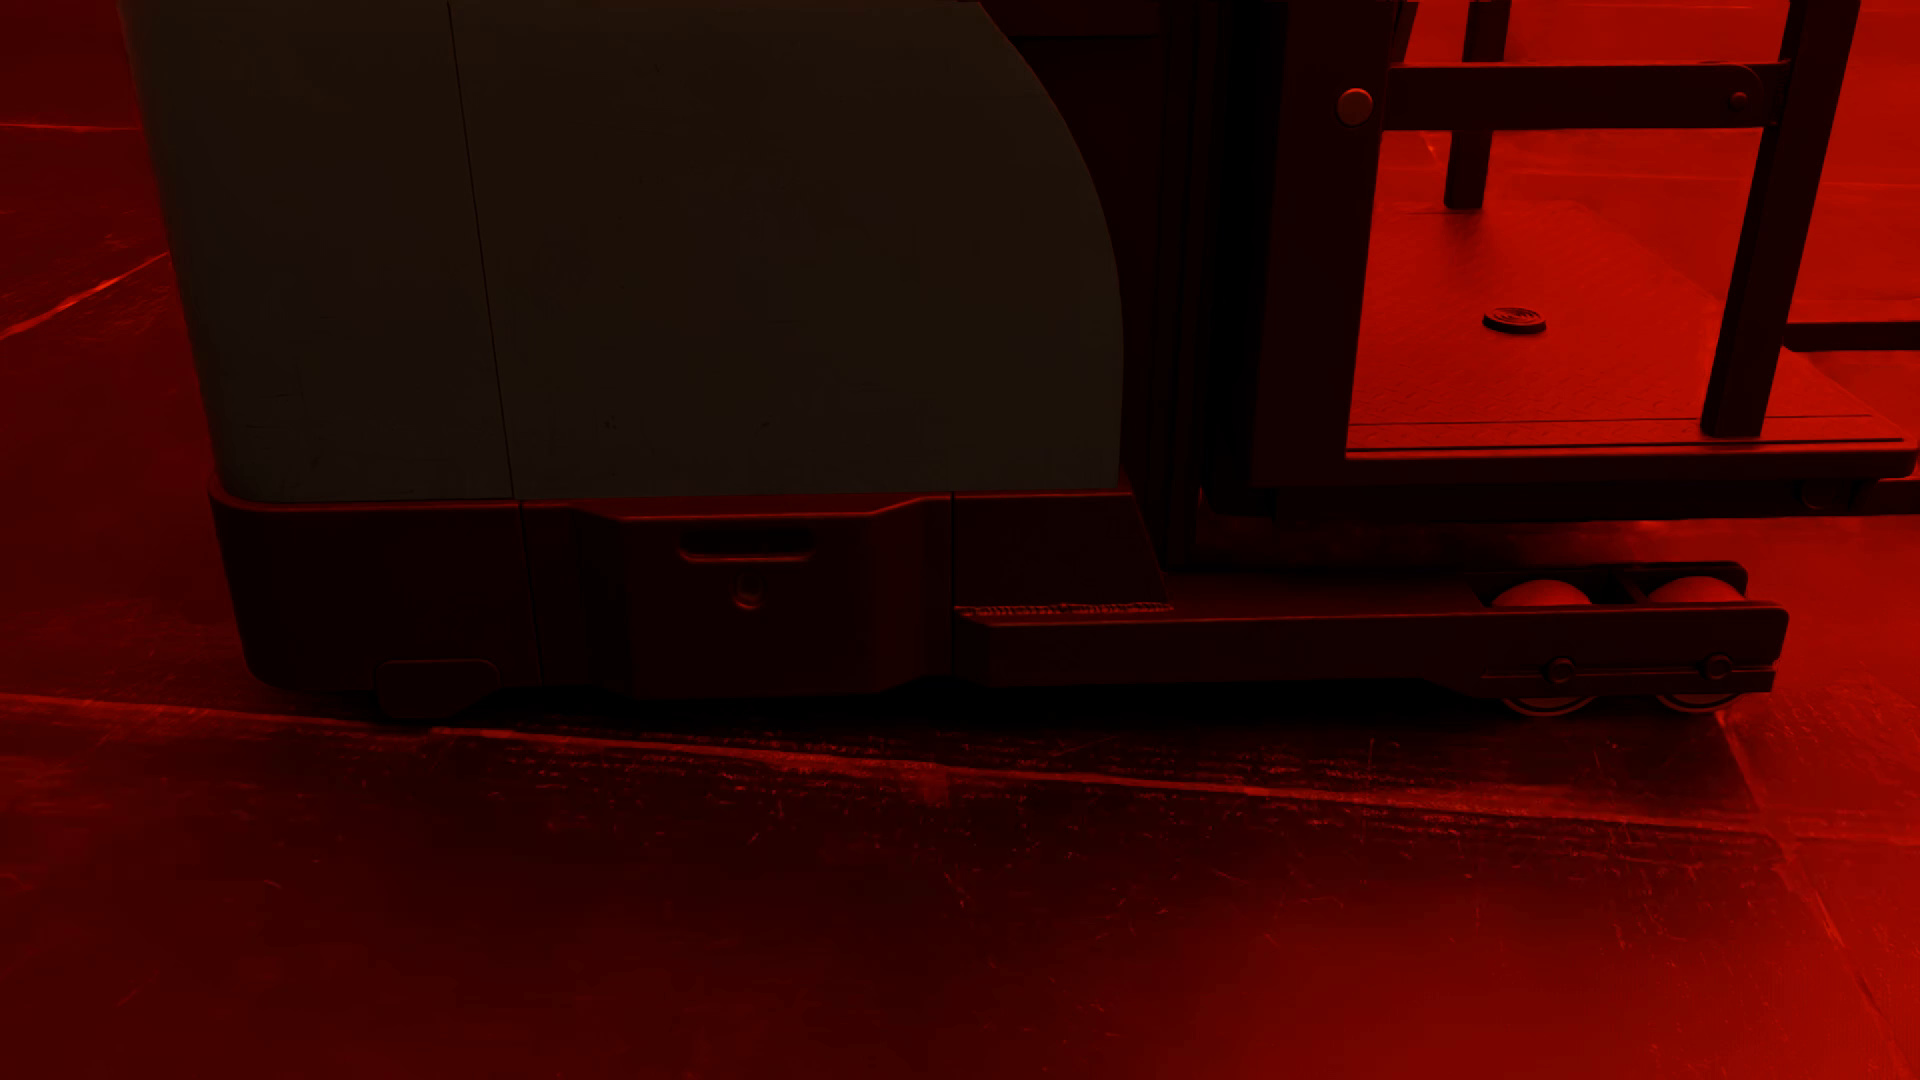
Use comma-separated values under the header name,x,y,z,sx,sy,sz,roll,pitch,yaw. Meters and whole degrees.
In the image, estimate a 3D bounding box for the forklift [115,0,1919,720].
name,x,y,z,sx,sy,sz,roll,pitch,yaw
forklift,0.612,-1.329,1.881,3.031,2.935,1.130,-1,27,-2
